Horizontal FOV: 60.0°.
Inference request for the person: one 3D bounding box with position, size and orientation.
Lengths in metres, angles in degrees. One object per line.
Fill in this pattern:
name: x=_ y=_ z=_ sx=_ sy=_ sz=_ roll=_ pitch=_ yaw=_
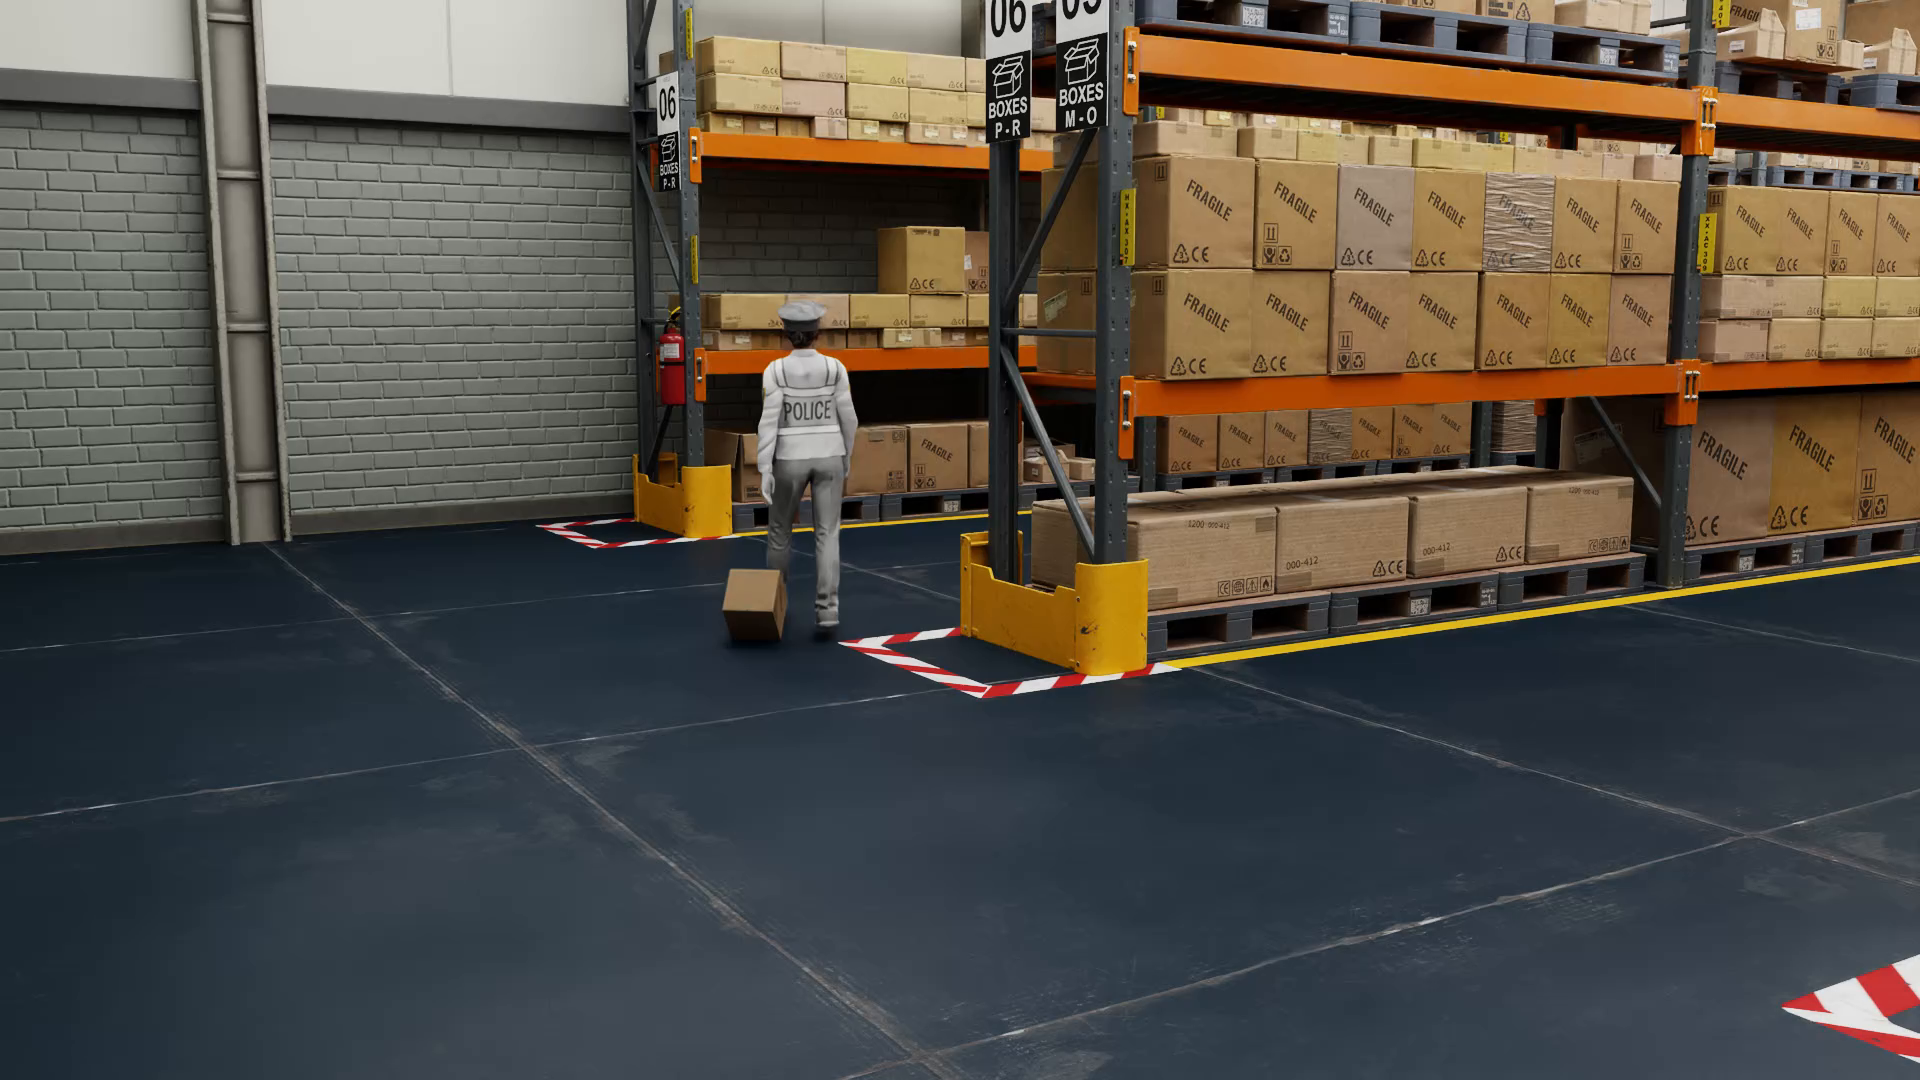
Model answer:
person: x=-0.784 y=-0.408 z=8.495 sx=0.523 sy=1.627 sz=0.974 roll=-1 pitch=8 yaw=-8
